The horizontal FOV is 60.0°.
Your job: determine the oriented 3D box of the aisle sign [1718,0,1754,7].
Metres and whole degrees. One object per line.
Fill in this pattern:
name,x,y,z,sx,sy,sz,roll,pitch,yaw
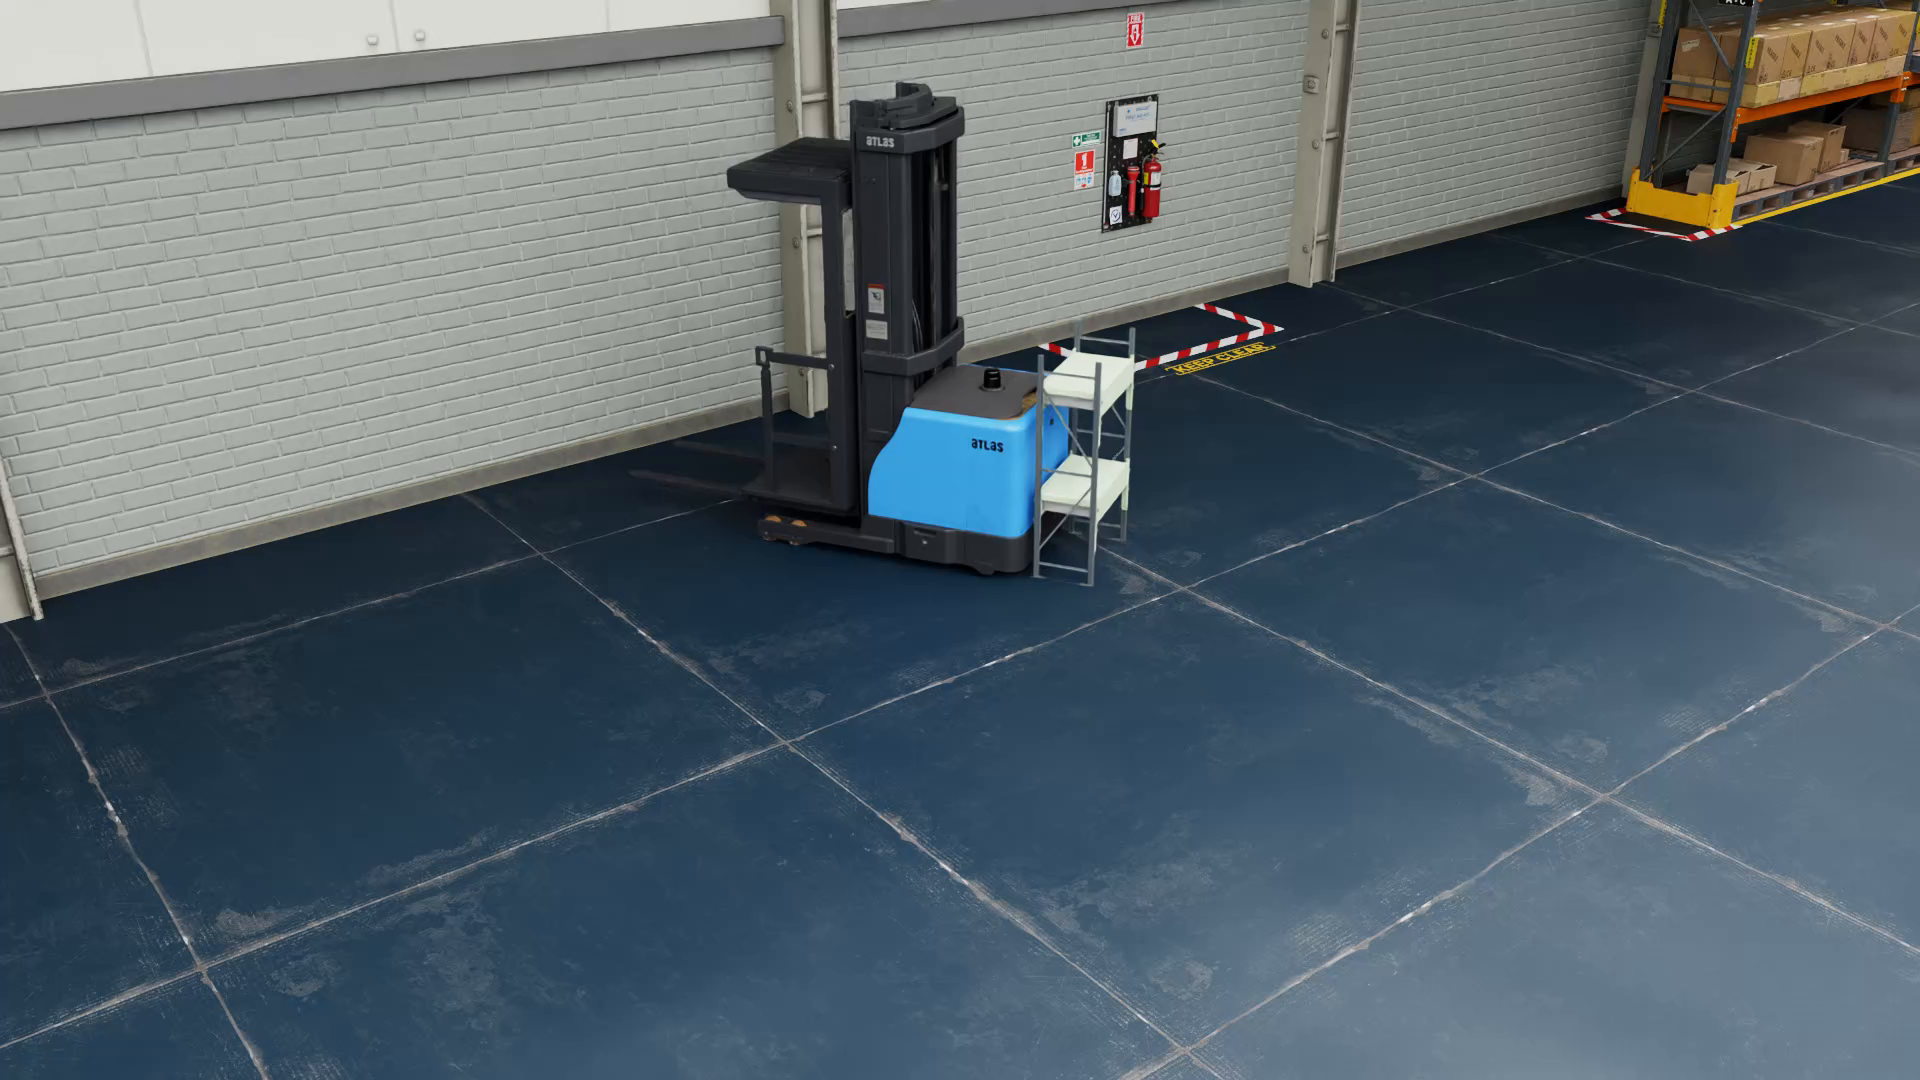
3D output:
aisle sign,8.399,-6.150,17.849,0.004,0.787,0.394,-18,31,-34

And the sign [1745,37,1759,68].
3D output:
sign,8.606,-5.301,18.082,0.005,0.325,0.100,-18,31,-34

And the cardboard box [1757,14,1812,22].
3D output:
cardboard box,9.713,-5.957,19.785,0.500,0.500,0.500,-18,30,-33

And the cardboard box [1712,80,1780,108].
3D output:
cardboard box,8.851,-5.051,18.725,0.500,0.250,0.500,-19,31,-35

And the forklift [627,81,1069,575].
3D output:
forklift,-0.826,-1.486,10.971,3.031,2.935,1.130,10,27,20

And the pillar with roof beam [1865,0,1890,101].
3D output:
pillar with roof beam,15.666,-8.411,18.683,0.400,9.000,9.100,-18,31,-34

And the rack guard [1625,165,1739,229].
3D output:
rack guard,8.330,-3.974,19.220,0.348,0.500,1.175,-18,31,-34

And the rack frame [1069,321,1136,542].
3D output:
rack frame,0.931,-0.699,10.975,0.400,1.500,0.023,9,27,19

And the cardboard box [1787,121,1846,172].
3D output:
cardboard box,10.626,-4.910,20.714,0.500,0.500,0.500,-21,32,-38

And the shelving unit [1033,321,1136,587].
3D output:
shelving unit,0.797,-0.556,10.667,0.431,1.500,0.755,9,27,19

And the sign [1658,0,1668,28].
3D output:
sign,7.944,-5.946,18.748,0.005,0.325,0.100,-18,31,-34

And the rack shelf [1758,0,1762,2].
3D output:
rack shelf,9.845,-6.642,19.291,4.000,0.370,1.077,-18,31,-34

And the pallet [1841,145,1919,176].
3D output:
pallet,12.030,-5.065,21.914,1.213,0.211,1.003,-18,31,-34

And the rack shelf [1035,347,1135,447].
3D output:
rack shelf,0.797,-0.910,10.502,0.431,0.370,0.720,9,27,19

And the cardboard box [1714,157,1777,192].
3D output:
cardboard box,9.319,-4.366,19.767,0.500,0.311,0.500,-15,29,-30

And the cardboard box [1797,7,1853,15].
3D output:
cardboard box,10.510,-6.223,20.359,0.500,0.500,0.500,-18,31,-34

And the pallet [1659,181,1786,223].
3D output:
pallet,8.992,-4.043,19.710,1.213,0.211,1.003,-18,31,-34

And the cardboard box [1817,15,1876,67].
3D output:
cardboard box,10.445,-5.925,19.716,0.500,0.500,0.500,-19,31,-35

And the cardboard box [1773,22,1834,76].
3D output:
cardboard box,9.637,-5.651,19.127,0.500,0.500,0.500,-19,31,-36

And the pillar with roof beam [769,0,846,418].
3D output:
pillar with roof beam,1.501,-3.735,8.608,0.400,9.000,9.100,-18,31,-34

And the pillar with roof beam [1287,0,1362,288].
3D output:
pillar with roof beam,6.223,-5.293,11.966,0.400,9.000,9.100,-18,31,-34

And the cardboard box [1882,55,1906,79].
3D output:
cardboard box,11.233,-5.845,20.436,0.500,0.250,0.500,-18,30,-34

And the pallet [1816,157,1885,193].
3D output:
pallet,10.912,-4.677,21.076,1.213,0.211,1.003,-18,31,-34

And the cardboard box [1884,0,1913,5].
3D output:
cardboard box,12.284,-6.636,21.344,0.500,0.500,0.700,-15,29,-29

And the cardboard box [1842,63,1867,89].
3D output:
cardboard box,10.449,-5.583,19.870,0.500,0.250,0.500,-18,31,-34

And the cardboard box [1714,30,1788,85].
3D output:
cardboard box,8.832,-5.394,18.573,0.500,0.500,0.500,-18,31,-34

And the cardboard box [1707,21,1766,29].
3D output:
cardboard box,8.913,-5.690,19.211,0.500,0.500,0.500,-18,30,-33

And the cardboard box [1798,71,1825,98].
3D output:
cardboard box,9.655,-5.321,19.307,0.500,0.250,0.500,-19,31,-35

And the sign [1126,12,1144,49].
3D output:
sign,1.530,-4.451,14.525,0.199,0.298,0.001,-18,31,-34

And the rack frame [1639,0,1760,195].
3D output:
rack frame,8.271,-5.089,18.651,0.127,3.000,1.000,-18,31,-34

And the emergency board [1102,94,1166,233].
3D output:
emergency board,1.598,-3.369,14.946,0.643,1.169,0.194,-18,31,-34

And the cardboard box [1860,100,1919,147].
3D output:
cardboard box,12.363,-5.541,22.072,0.500,0.500,0.700,-19,31,-35

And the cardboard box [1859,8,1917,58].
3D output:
cardboard box,11.237,-6.184,20.274,0.500,0.500,0.500,-18,31,-34
